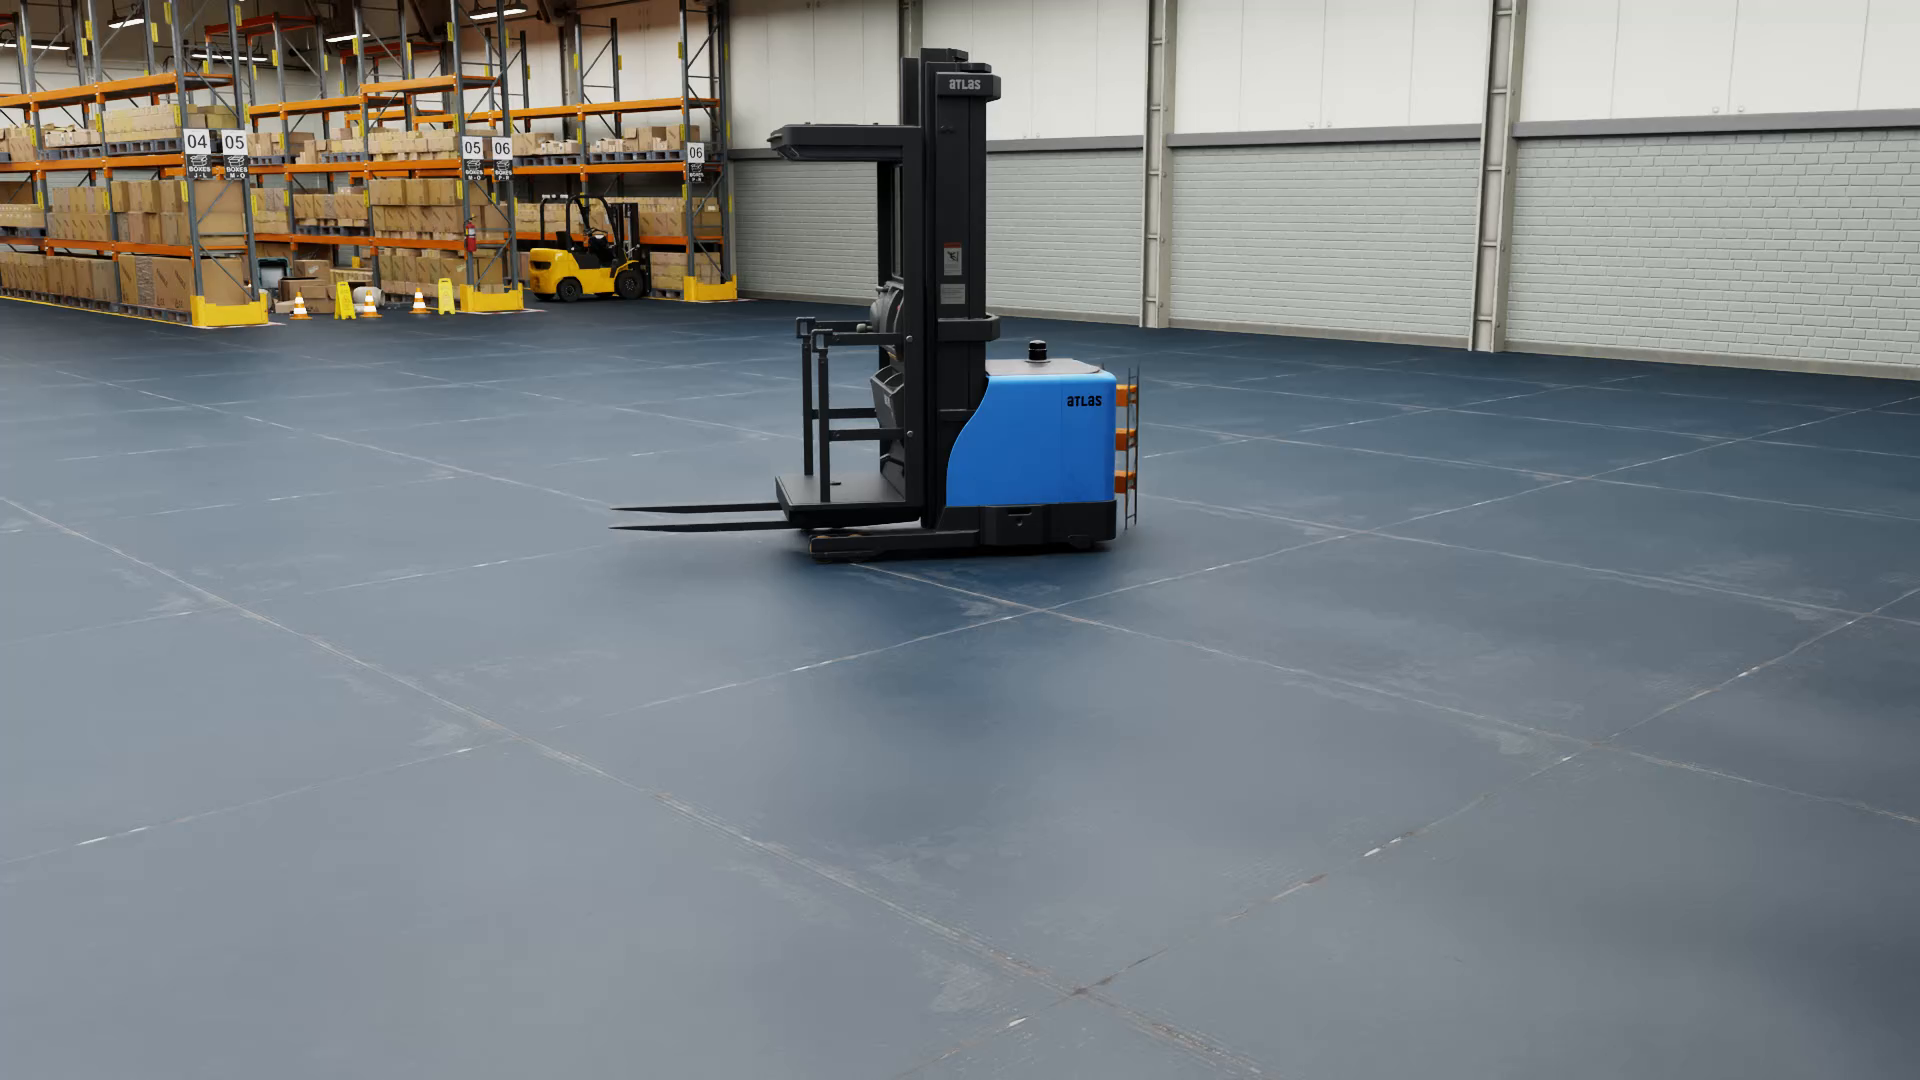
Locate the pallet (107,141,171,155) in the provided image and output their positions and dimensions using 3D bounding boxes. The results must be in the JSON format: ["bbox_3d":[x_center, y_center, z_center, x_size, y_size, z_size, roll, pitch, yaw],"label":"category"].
[{"bbox_3d":[-14.545,-7.008,29.777,1.003,0.211,1.213,-11,16,-43],"label":"pallet"}]

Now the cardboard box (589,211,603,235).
[{"bbox_3d":[-7.887,-7.047,36.936,0.500,0.500,0.500,11,16,44],"label":"cardboard box"}]

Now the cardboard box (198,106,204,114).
[{"bbox_3d":[-12.689,-7.277,28.225,0.380,0.149,0.250,-11,16,-43],"label":"cardboard box"}]

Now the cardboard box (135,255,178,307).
[{"bbox_3d":[-14.093,-4.635,29.701,0.875,0.875,0.875,-11,16,-42],"label":"cardboard box"}]

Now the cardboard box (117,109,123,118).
[{"bbox_3d":[-14.570,-7.482,29.221,0.380,0.149,0.250,-11,16,-43],"label":"cardboard box"}]

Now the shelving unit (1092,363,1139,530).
[{"bbox_3d":[0.999,-0.608,10.758,0.252,1.050,0.215,5,13,24],"label":"shelving unit"}]

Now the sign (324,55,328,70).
[{"bbox_3d":[-13.969,-10.503,36.577,0.100,0.325,0.005,-11,16,-43],"label":"sign"}]

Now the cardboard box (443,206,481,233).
[{"bbox_3d":[-9.404,-6.059,31.402,0.500,0.500,0.500,-11,16,-44],"label":"cardboard box"}]

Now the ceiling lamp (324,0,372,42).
[{"bbox_3d":[-14.540,-13.636,39.830,0.800,3.185,2.000,-11,16,-43],"label":"ceiling lamp"}]

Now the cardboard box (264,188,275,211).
[{"bbox_3d":[-15.261,-7.642,37.347,0.500,0.500,0.500,-11,16,-42],"label":"cardboard box"}]

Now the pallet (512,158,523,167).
[{"bbox_3d":[-10.234,-8.973,39.567,1.213,0.211,1.003,-10,15,-40],"label":"pallet"}]

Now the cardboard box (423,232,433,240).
[{"bbox_3d":[-10.177,-5.902,32.248,0.380,0.149,0.250,-11,16,-43],"label":"cardboard box"}]

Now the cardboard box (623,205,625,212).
[{"bbox_3d":[-7.111,-7.192,36.032,0.250,0.149,0.380,11,16,43],"label":"cardboard box"}]

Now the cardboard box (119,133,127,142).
[{"bbox_3d":[-14.572,-7.092,29.303,0.380,0.149,0.250,-11,16,-43],"label":"cardboard box"}]

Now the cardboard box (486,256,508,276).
[{"bbox_3d":[-11.214,-6.696,40.635,0.500,0.500,0.500,-10,15,-41],"label":"cardboard box"}]

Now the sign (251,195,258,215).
[{"bbox_3d":[-11.934,-5.658,28.100,0.100,0.325,0.005,-11,16,-43],"label":"sign"}]

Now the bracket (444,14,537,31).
[{"bbox_3d":[-11.537,-12.707,40.867,0.076,0.066,4.783,-11,16,-43],"label":"bracket"}]

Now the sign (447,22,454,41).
[{"bbox_3d":[-9.245,-9.222,30.167,0.100,0.325,0.005,-11,16,-43],"label":"sign"}]

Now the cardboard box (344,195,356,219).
[{"bbox_3d":[-12.420,-6.915,34.517,0.500,0.500,0.500,-11,16,-42],"label":"cardboard box"}]

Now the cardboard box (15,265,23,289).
[{"bbox_3d":[-19.570,-5.555,35.096,0.500,0.500,0.500,-11,16,-42],"label":"cardboard box"}]

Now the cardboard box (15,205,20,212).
[{"bbox_3d":[-19.074,-6.782,34.003,0.380,0.149,0.250,-10,15,-41],"label":"cardboard box"}]

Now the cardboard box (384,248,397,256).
[{"bbox_3d":[-11.337,-5.801,33.442,0.380,0.149,0.250,-11,16,-42],"label":"cardboard box"}]

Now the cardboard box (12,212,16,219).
[{"bbox_3d":[-19.247,-6.673,34.214,0.380,0.149,0.250,-11,16,-43],"label":"cardboard box"}]

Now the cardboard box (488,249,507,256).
[{"bbox_3d":[-11.291,-7.019,40.594,0.250,0.149,0.380,11,16,42],"label":"cardboard box"}]

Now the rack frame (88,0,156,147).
[{"bbox_3d":[-15.102,-8.641,30.052,1.000,3.000,0.127,-11,16,-43],"label":"rack frame"}]

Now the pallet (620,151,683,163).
[{"bbox_3d":[-6.558,-8.226,35.693,1.003,0.211,1.213,-11,16,-43],"label":"pallet"}]

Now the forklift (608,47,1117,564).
[{"bbox_3d":[-0.617,-1.412,10.002,3.031,2.935,1.130,-2,12,-10],"label":"forklift"}]

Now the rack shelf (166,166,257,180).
[{"bbox_3d":[-18.498,-8.984,40.931,1.077,0.370,4.000,-11,16,-43],"label":"rack shelf"}]

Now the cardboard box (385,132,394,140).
[{"bbox_3d":[-11.072,-7.937,32.714,0.380,0.149,0.250,-11,16,-43],"label":"cardboard box"}]

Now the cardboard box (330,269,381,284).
[{"bbox_3d":[-12.936,-5.608,35.668,0.950,0.372,0.625,-10,15,-41],"label":"cardboard box"}]

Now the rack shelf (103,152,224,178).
[{"bbox_3d":[-13.721,-6.528,29.011,1.077,0.370,4.000,-11,16,-43],"label":"rack shelf"}]

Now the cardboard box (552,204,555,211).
[{"bbox_3d":[-9.136,-7.630,38.158,0.250,0.149,0.380,11,16,44],"label":"cardboard box"}]

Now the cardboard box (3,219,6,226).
[{"bbox_3d":[-19.782,-6.642,34.796,0.380,0.149,0.250,-11,16,-44],"label":"cardboard box"}]

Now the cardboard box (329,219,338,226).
[{"bbox_3d":[-13.183,-6.758,35.360,0.380,0.149,0.250,-10,15,-41],"label":"cardboard box"}]

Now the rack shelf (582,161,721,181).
[{"bbox_3d":[-6.623,-7.924,35.791,1.077,0.370,4.000,-11,16,-43],"label":"rack shelf"}]

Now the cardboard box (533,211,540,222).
[{"bbox_3d":[-9.573,-7.533,38.673,0.500,0.250,0.500,-11,16,-42],"label":"cardboard box"}]

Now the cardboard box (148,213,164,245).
[{"bbox_3d":[-13.716,-5.488,29.245,0.875,0.550,0.500,-11,16,-43],"label":"cardboard box"}]

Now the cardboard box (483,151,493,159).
[{"bbox_3d":[-8.824,-7.263,31.421,0.380,0.149,0.250,-11,16,-42],"label":"cardboard box"}]

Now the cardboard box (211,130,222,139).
[{"bbox_3d":[-12.345,-6.814,27.954,0.380,0.149,0.250,-11,16,-42],"label":"cardboard box"}]

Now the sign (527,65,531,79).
[{"bbox_3d":[-10.368,-11.235,39.933,0.100,0.325,0.005,-11,16,-43],"label":"sign"}]

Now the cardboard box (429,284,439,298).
[{"bbox_3d":[-9.934,-4.840,32.242,0.500,0.250,0.500,-11,16,-42],"label":"cardboard box"}]

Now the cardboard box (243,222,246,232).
[{"bbox_3d":[-16.303,-7.248,38.530,0.500,0.250,0.500,-11,16,-43],"label":"cardboard box"}]

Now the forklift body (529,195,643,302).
[{"bbox_3d":[-7.871,-6.123,34.799,2.313,2.155,1.214,-11,16,-43],"label":"forklift body"}]

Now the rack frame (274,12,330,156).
[{"bbox_3d":[-14.354,-9.929,36.306,1.000,3.000,0.127,-11,16,-43],"label":"rack frame"}]

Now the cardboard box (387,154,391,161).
[{"bbox_3d":[-11.163,-7.607,33.089,0.380,0.149,0.250,-11,16,-43],"label":"cardboard box"}]

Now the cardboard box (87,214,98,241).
[{"bbox_3d":[-16.005,-5.864,31.194,0.500,0.500,0.500,-11,16,-43],"label":"cardboard box"}]

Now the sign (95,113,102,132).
[{"bbox_3d":[-15.488,-7.502,29.897,0.100,0.325,0.005,-11,16,-43],"label":"sign"}]

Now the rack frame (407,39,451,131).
[{"bbox_3d":[-13.529,-11.205,42.499,1.000,3.000,0.127,-11,16,-43],"label":"rack frame"}]

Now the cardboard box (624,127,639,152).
[{"bbox_3d":[-6.735,-8.575,35.621,0.797,0.503,0.637,-10,15,-41],"label":"cardboard box"}]

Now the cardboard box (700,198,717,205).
[{"bbox_3d":[-5.320,-7.107,34.881,0.380,0.149,0.250,-11,16,-44],"label":"cardboard box"}]

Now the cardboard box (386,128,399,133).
[{"bbox_3d":[-12.057,-8.466,34.728,0.500,0.250,0.500,-11,16,-44],"label":"cardboard box"}]

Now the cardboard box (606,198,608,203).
[{"bbox_3d":[-7.570,-7.462,36.607,0.380,0.149,0.250,-11,16,-44],"label":"cardboard box"}]

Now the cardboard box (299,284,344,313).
[{"bbox_3d":[-11.874,-4.504,31.028,0.637,0.503,0.797,1,12,6],"label":"cardboard box"}]

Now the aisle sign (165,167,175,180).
[{"bbox_3d":[-20.138,-9.402,42.170,0.394,0.787,0.004,-11,16,-43],"label":"aisle sign"}]

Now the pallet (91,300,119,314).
[{"bbox_3d":[-15.690,-4.439,31.435,1.003,0.211,1.213,-11,16,-43],"label":"pallet"}]
